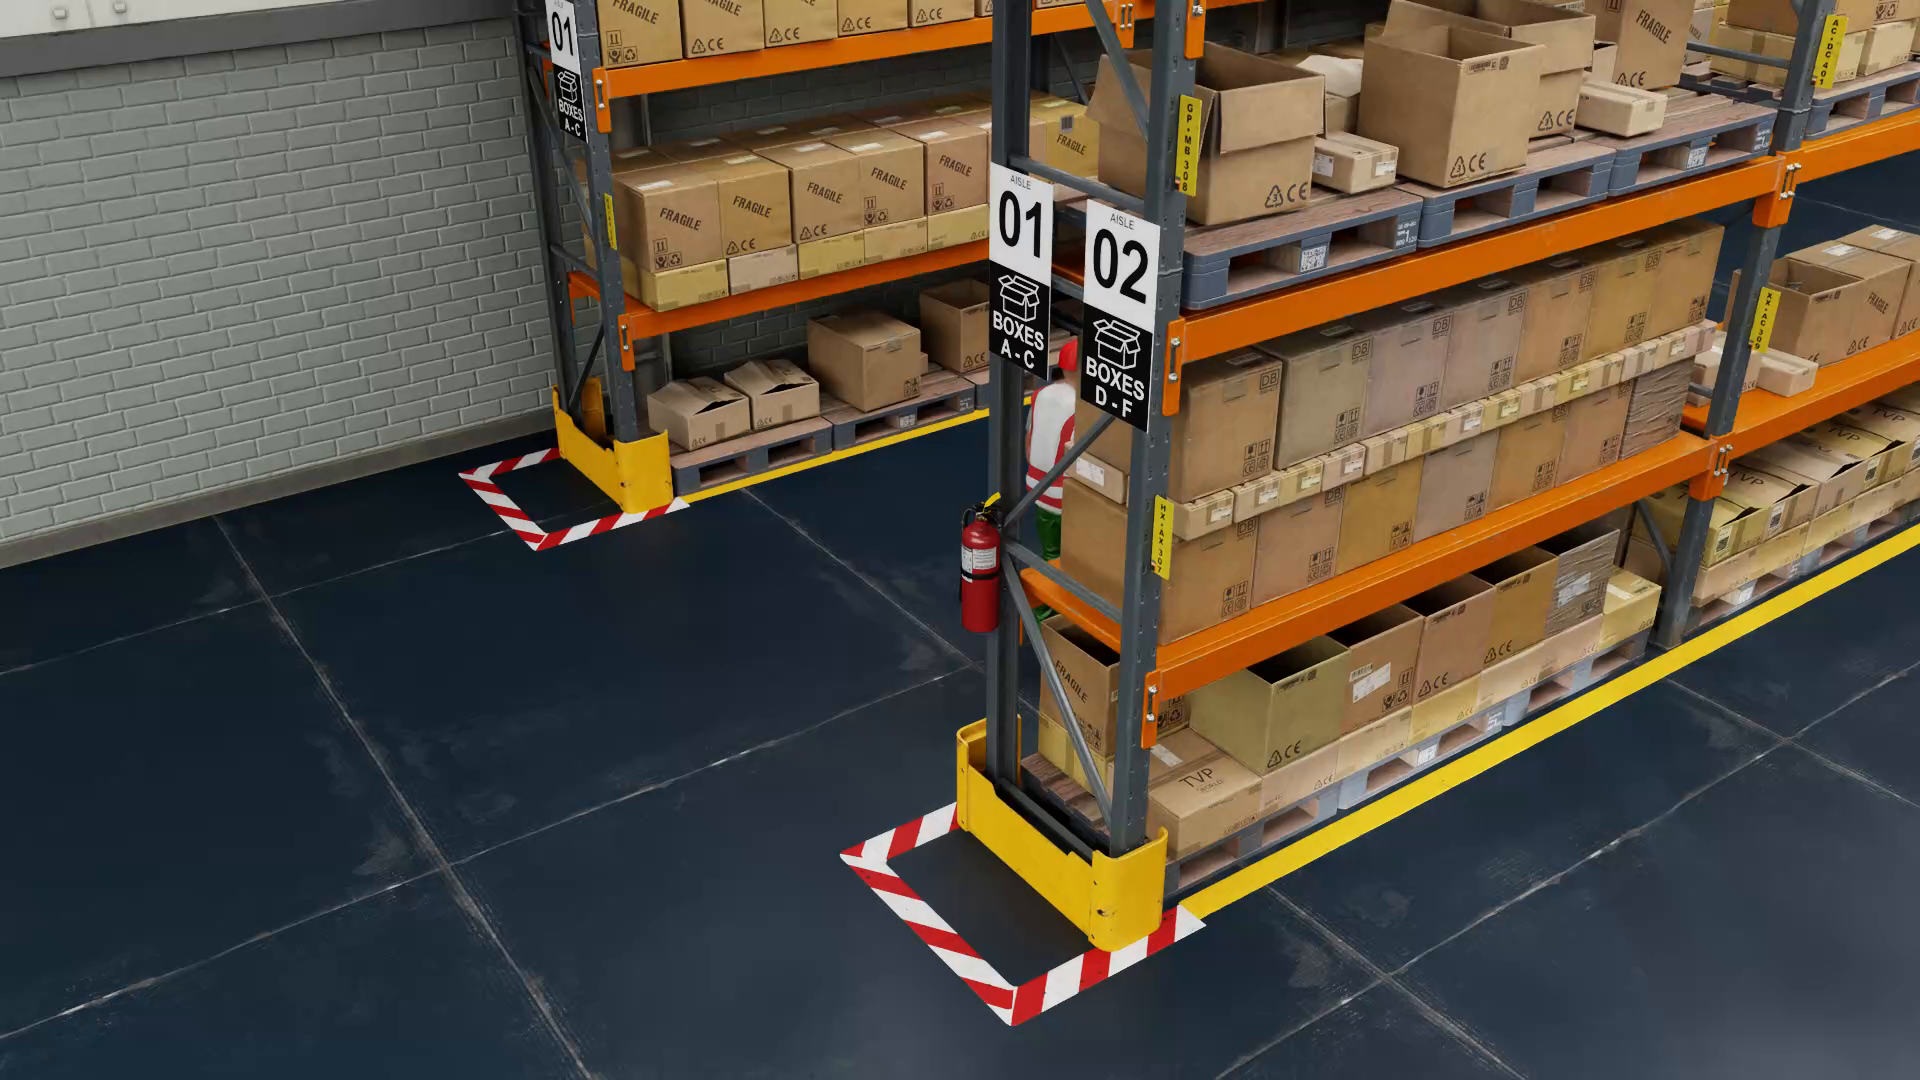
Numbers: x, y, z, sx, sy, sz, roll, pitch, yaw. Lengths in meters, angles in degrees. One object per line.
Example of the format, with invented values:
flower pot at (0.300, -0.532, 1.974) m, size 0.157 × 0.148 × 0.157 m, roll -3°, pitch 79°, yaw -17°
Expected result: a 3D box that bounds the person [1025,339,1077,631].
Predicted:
person at (0.596, -0.240, 9.050) m, size 0.445 × 1.781 × 0.622 m, roll -20°, pitch 34°, yaw -33°
